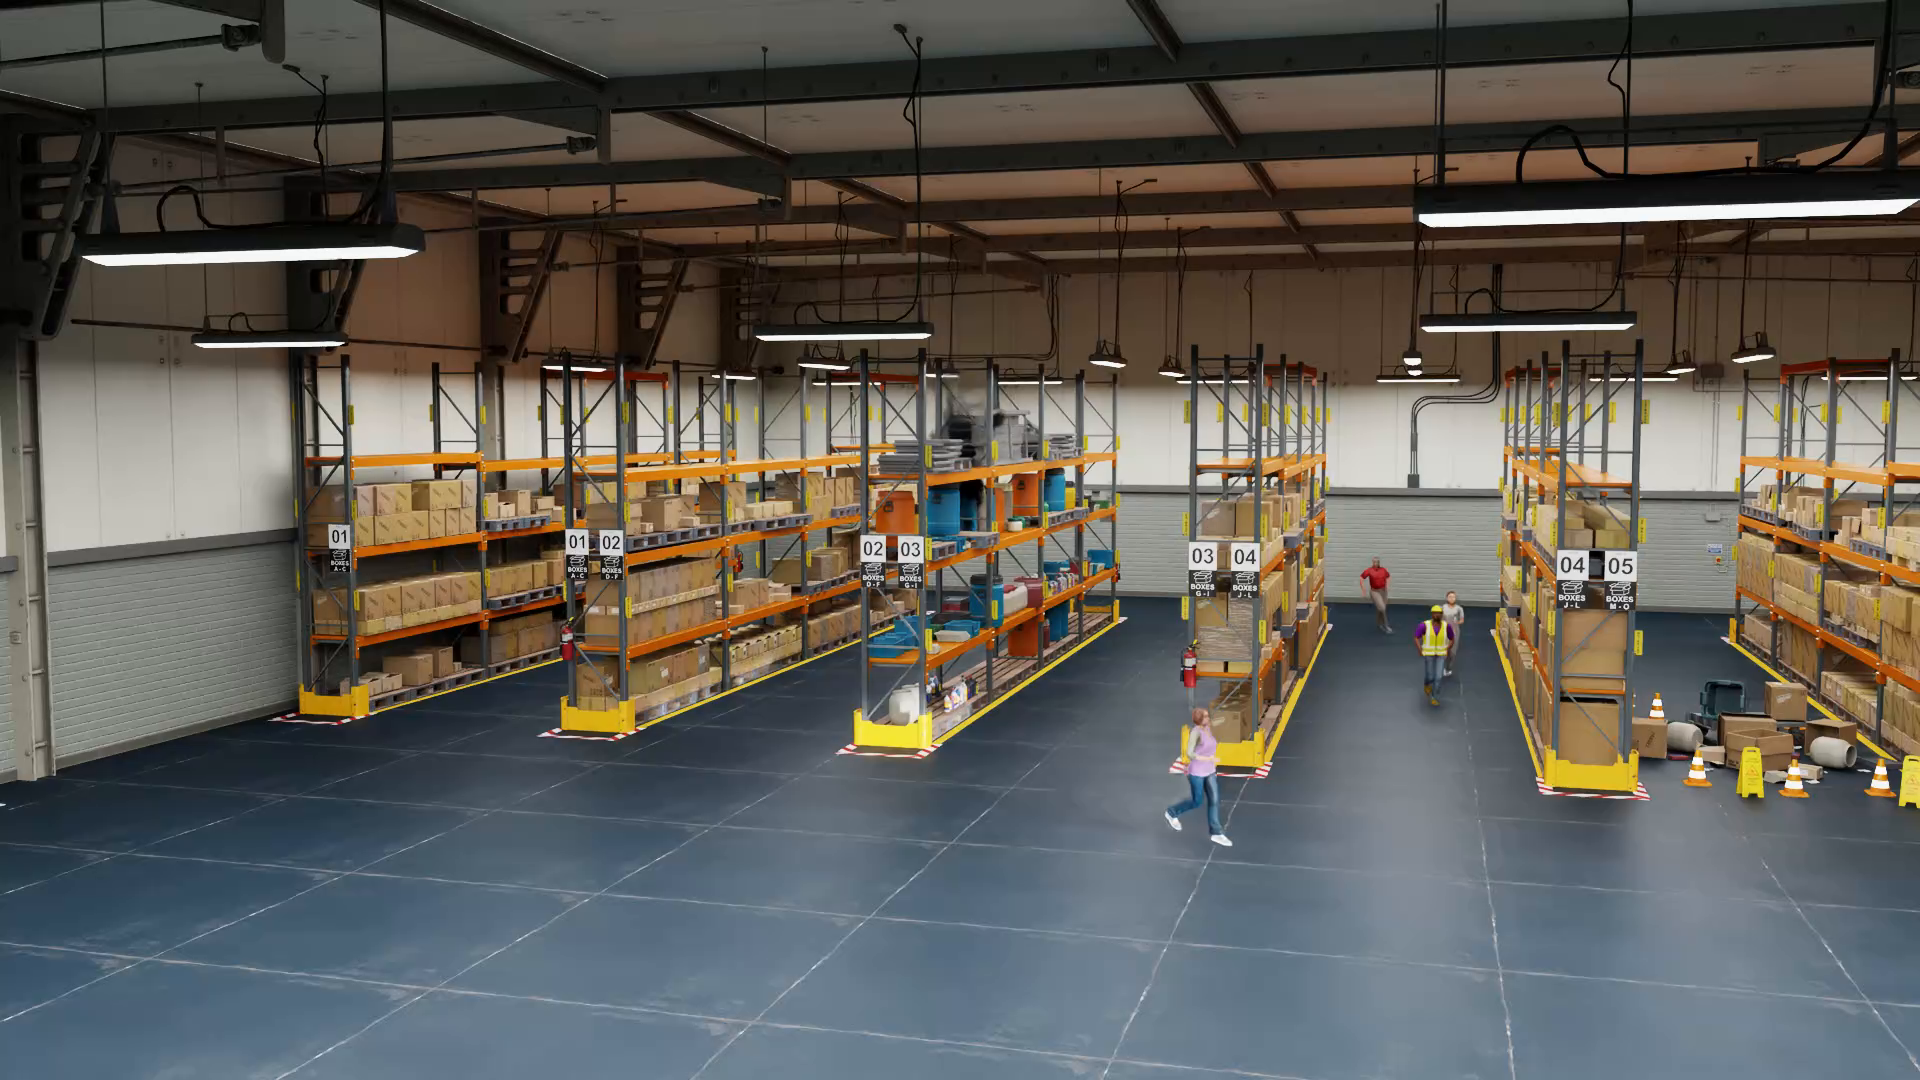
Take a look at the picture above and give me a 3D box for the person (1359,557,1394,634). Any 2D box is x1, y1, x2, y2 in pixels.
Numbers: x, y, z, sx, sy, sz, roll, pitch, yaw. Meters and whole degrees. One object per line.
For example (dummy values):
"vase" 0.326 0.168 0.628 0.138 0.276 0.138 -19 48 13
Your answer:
"person" 9.667 1.256 38.434 0.713 1.737 0.865 -1 5 -18

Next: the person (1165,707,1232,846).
"person" 2.800 2.739 19.451 0.872 1.593 0.540 4 6 40

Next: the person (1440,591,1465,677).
"person" 9.311 1.770 31.612 0.537 1.596 0.643 1 4 9

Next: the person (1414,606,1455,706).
"person" 8.239 1.957 28.873 0.697 1.661 0.677 1 4 8
